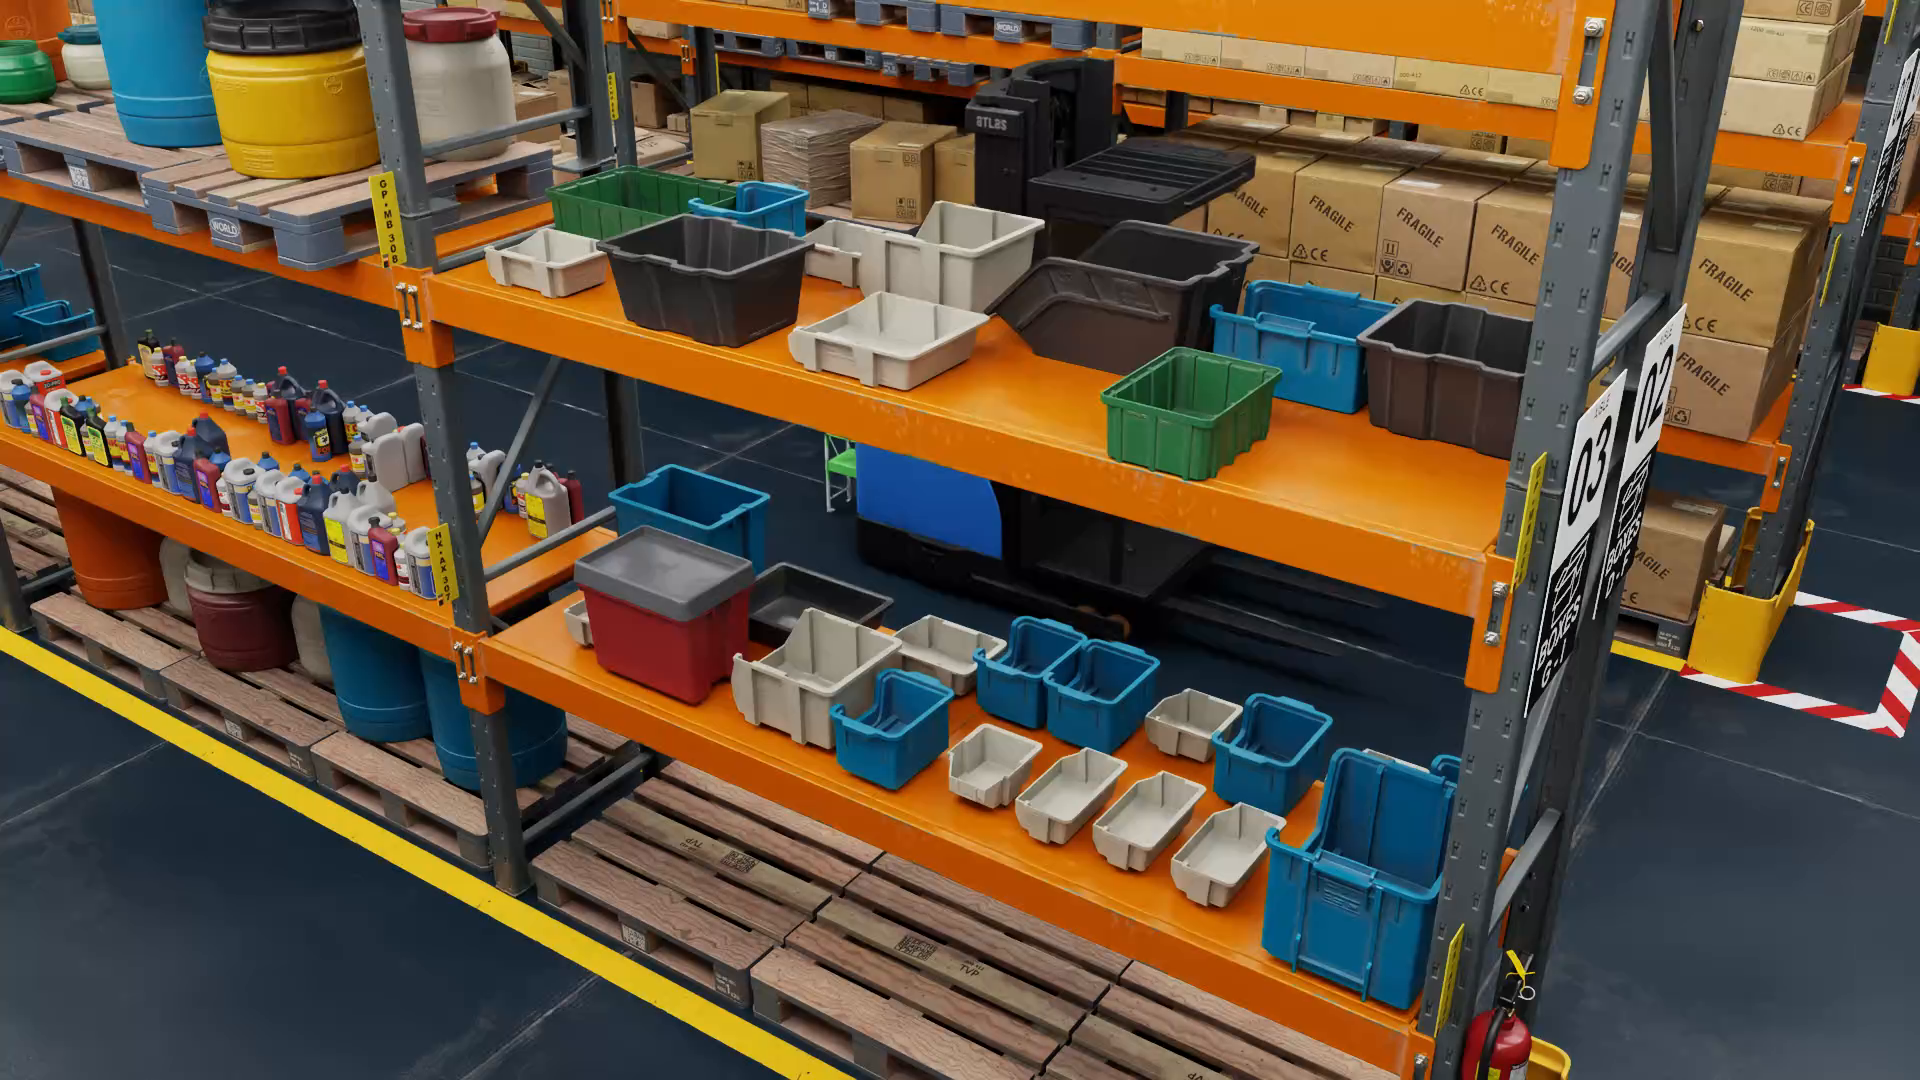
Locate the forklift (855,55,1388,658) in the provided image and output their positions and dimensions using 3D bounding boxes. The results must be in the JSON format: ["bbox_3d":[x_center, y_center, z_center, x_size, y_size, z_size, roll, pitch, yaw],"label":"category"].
[{"bbox_3d":[0.887,-1.006,8.996,3.031,2.935,1.130,16,31,29],"label":"forklift"}]

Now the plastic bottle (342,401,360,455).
[{"bbox_3d":[-2.972,-0.551,8.167,0.097,0.271,0.097,0,27,0],"label":"plastic bottle"}]

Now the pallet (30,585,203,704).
[{"bbox_3d":[-4.315,0.418,9.196,1.213,0.211,1.003,17,32,30],"label":"pallet"}]

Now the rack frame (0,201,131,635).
[{"bbox_3d":[-4.988,-1.012,8.931,0.127,3.000,1.000,17,32,30],"label":"rack frame"}]

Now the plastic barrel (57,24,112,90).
[{"bbox_3d":[-4.021,-2.254,7.754,0.301,0.262,0.301,0,27,0],"label":"plastic barrel"}]

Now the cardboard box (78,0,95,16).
[{"bbox_3d":[-7.917,-5.269,15.755,0.500,0.500,0.700,16,31,29],"label":"cardboard box"}]

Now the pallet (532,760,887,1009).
[{"bbox_3d":[-1.063,1.432,7.203,1.213,0.211,1.003,17,32,30],"label":"pallet"}]

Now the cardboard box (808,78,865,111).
[{"bbox_3d":[-1.264,-4.732,17.686,0.500,0.250,0.500,16,31,29],"label":"cardboard box"}]

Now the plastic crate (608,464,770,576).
[{"bbox_3d":[-1.113,-0.012,6.918,0.575,0.384,0.392,17,32,30],"label":"plastic crate"}]

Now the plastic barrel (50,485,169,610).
[{"bbox_3d":[-4.575,-0.113,9.094,0.708,0.830,0.600,17,32,30],"label":"plastic barrel"}]

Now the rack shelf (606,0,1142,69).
[{"bbox_3d":[-0.532,-3.365,11.042,4.000,0.370,1.077,17,32,30],"label":"rack shelf"}]

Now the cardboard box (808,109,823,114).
[{"bbox_3d":[-1.208,-4.382,17.824,0.500,0.500,0.700,18,32,31],"label":"cardboard box"}]

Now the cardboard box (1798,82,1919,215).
[{"bbox_3d":[6.789,-2.922,12.354,0.700,0.700,0.980,19,33,33],"label":"cardboard box"}]

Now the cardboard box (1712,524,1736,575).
[{"bbox_3d":[4.263,0.030,9.542,0.250,0.149,0.380,17,32,30],"label":"cardboard box"}]

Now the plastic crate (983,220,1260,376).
[{"bbox_3d":[0.502,-0.762,5.201,0.767,0.338,0.504,17,32,30],"label":"plastic crate"}]

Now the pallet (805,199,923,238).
[{"bbox_3d":[-0.575,-2.280,11.634,1.213,0.211,1.003,17,32,30],"label":"pallet"}]

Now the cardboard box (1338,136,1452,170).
[{"bbox_3d":[2.519,-2.033,9.724,0.500,0.500,0.500,18,32,31],"label":"cardboard box"}]

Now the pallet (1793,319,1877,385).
[{"bbox_3d":[6.512,-1.595,13.151,1.213,0.211,1.003,17,32,30],"label":"pallet"}]

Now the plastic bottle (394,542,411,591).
[{"bbox_3d":[-2.310,0.104,6.958,0.097,0.201,0.097,0,27,0],"label":"plastic bottle"}]

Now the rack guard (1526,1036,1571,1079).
[{"bbox_3d":[1.633,2.158,5.459,0.348,0.500,1.175,17,32,30],"label":"rack guard"}]

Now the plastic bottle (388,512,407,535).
[{"bbox_3d":[-2.445,-0.022,7.205,0.097,0.201,0.097,0,27,0],"label":"plastic bottle"}]

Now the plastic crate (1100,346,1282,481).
[{"bbox_3d":[0.631,-0.346,4.550,0.336,0.188,0.450,17,32,30],"label":"plastic crate"}]

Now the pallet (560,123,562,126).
[{"bbox_3d":[-5.261,-5.286,20.404,1.213,0.211,1.003,17,32,30],"label":"pallet"}]

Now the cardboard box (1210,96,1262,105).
[{"bbox_3d":[2.559,-4.158,14.654,0.500,0.500,0.500,17,32,30],"label":"cardboard box"}]

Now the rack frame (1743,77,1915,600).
[{"bbox_3d":[4.414,-0.808,8.531,0.127,3.000,1.000,17,32,30],"label":"rack frame"}]

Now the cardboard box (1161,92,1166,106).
[{"bbox_3d":[2.032,-4.052,15.159,0.250,0.149,0.380,18,32,31],"label":"cardboard box"}]

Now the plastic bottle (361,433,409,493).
[{"bbox_3d":[-2.706,-0.372,7.810,0.135,0.276,0.152,17,32,30],"label":"plastic bottle"}]

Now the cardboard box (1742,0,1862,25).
[{"bbox_3d":[3.981,-2.761,7.849,0.500,0.500,0.700,17,32,30],"label":"cardboard box"}]

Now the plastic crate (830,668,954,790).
[{"bbox_3d":[-0.232,0.659,5.767,0.300,0.233,0.416,17,32,30],"label":"plastic crate"}]

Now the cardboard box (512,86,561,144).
[{"bbox_3d":[-3.573,-3.332,13.380,0.500,0.500,0.500,15,31,28],"label":"cardboard box"}]

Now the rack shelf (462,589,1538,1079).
[{"bbox_3d":[-0.043,0.849,6.067,4.000,0.370,1.077,17,32,30],"label":"rack shelf"}]

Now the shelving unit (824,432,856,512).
[{"bbox_3d":[-0.571,-0.698,10.300,0.503,1.200,0.258,16,31,29],"label":"shelving unit"}]

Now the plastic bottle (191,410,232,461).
[{"bbox_3d":[-3.567,-0.451,7.883,0.185,0.351,0.144,17,32,30],"label":"plastic bottle"}]

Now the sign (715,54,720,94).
[{"bbox_3d":[-1.881,-3.549,12.727,0.005,0.325,0.100,17,32,30],"label":"sign"}]

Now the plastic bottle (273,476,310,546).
[{"bbox_3d":[-2.916,-0.133,7.341,0.135,0.276,0.152,17,32,30],"label":"plastic bottle"}]

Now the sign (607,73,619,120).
[{"bbox_3d":[-2.492,-3.170,11.896,0.005,0.325,0.100,17,32,30],"label":"sign"}]

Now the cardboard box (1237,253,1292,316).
[{"bbox_3d":[1.806,-1.517,9.814,0.500,0.500,0.500,18,32,31],"label":"cardboard box"}]

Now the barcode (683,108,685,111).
[{"bbox_3d":[-3.207,-5.031,19.407,0.075,0.075,0.001,17,32,30],"label":"barcode"}]

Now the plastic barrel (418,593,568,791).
[{"bbox_3d":[-2.130,0.617,7.581,0.708,0.901,0.600,17,32,30],"label":"plastic barrel"}]

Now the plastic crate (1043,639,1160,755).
[{"bbox_3d":[0.504,0.566,5.950,0.300,0.233,0.416,17,32,30],"label":"plastic crate"}]

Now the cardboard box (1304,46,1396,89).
[{"bbox_3d":[2.198,-2.629,8.968,0.500,0.250,0.500,17,32,30],"label":"cardboard box"}]

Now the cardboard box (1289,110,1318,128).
[{"bbox_3d":[3.070,-3.706,14.480,0.250,0.149,0.380,18,32,32],"label":"cardboard box"}]

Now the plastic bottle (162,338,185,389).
[{"bbox_3d":[-4.223,-0.956,8.950,0.133,0.283,0.061,17,32,30],"label":"plastic bottle"}]

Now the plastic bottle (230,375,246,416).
[{"bbox_3d":[-3.737,-0.758,8.652,0.097,0.201,0.097,0,27,0],"label":"plastic bottle"}]

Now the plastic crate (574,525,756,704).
[{"bbox_3d":[-1.097,0.283,6.250,0.583,0.464,0.402,17,32,30],"label":"plastic crate"}]

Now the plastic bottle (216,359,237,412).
[{"bbox_3d":[-3.817,-0.814,8.685,0.097,0.271,0.097,0,27,0],"label":"plastic bottle"}]

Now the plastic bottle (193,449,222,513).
[{"bbox_3d":[-3.434,-0.273,7.608,0.133,0.283,0.061,17,32,30],"label":"plastic bottle"}]

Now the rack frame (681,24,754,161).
[{"bbox_3d":[-2.676,-5.743,18.227,0.127,3.000,1.000,17,32,30],"label":"rack frame"}]

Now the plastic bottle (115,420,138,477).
[{"bbox_3d":[-3.973,-0.445,7.960,0.097,0.271,0.097,0,27,0],"label":"plastic bottle"}]

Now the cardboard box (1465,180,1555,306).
[{"bbox_3d":[3.044,-1.571,8.817,0.500,0.500,0.500,18,32,32],"label":"cardboard box"}]

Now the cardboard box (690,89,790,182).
[{"bbox_3d":[-1.598,-2.975,12.215,0.500,0.500,0.700,7,28,13],"label":"cardboard box"}]

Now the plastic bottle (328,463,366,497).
[{"bbox_3d":[-2.705,-0.178,7.347,0.185,0.351,0.144,17,32,30],"label":"plastic bottle"}]

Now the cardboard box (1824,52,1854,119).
[{"bbox_3d":[4.134,-2.305,8.331,0.500,0.250,0.500,17,32,30],"label":"cardboard box"}]

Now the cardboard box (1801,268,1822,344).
[{"bbox_3d":[6.582,-1.877,12.924,0.500,0.500,0.700,17,32,30],"label":"cardboard box"}]

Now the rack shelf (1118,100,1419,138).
[{"bbox_3d":[2.269,-3.882,15.363,4.000,0.370,1.077,17,32,30],"label":"rack shelf"}]

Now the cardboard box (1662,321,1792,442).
[{"bbox_3d":[3.890,-0.866,8.535,0.500,0.500,0.500,18,32,32],"label":"cardboard box"}]

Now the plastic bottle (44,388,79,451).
[{"bbox_3d":[-4.433,-0.606,8.270,0.135,0.276,0.152,17,32,30],"label":"plastic bottle"}]

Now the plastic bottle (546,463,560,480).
[{"bbox_3d":[-1.862,-0.221,7.505,0.133,0.283,0.061,17,32,30],"label":"plastic bottle"}]

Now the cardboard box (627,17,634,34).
[{"bbox_3d":[-3.644,-5.824,18.531,0.500,0.250,0.500,17,32,31],"label":"cardboard box"}]

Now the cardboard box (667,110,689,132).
[{"bbox_3d":[-3.134,-4.802,19.018,0.250,0.166,0.380,13,30,24],"label":"cardboard box"}]
